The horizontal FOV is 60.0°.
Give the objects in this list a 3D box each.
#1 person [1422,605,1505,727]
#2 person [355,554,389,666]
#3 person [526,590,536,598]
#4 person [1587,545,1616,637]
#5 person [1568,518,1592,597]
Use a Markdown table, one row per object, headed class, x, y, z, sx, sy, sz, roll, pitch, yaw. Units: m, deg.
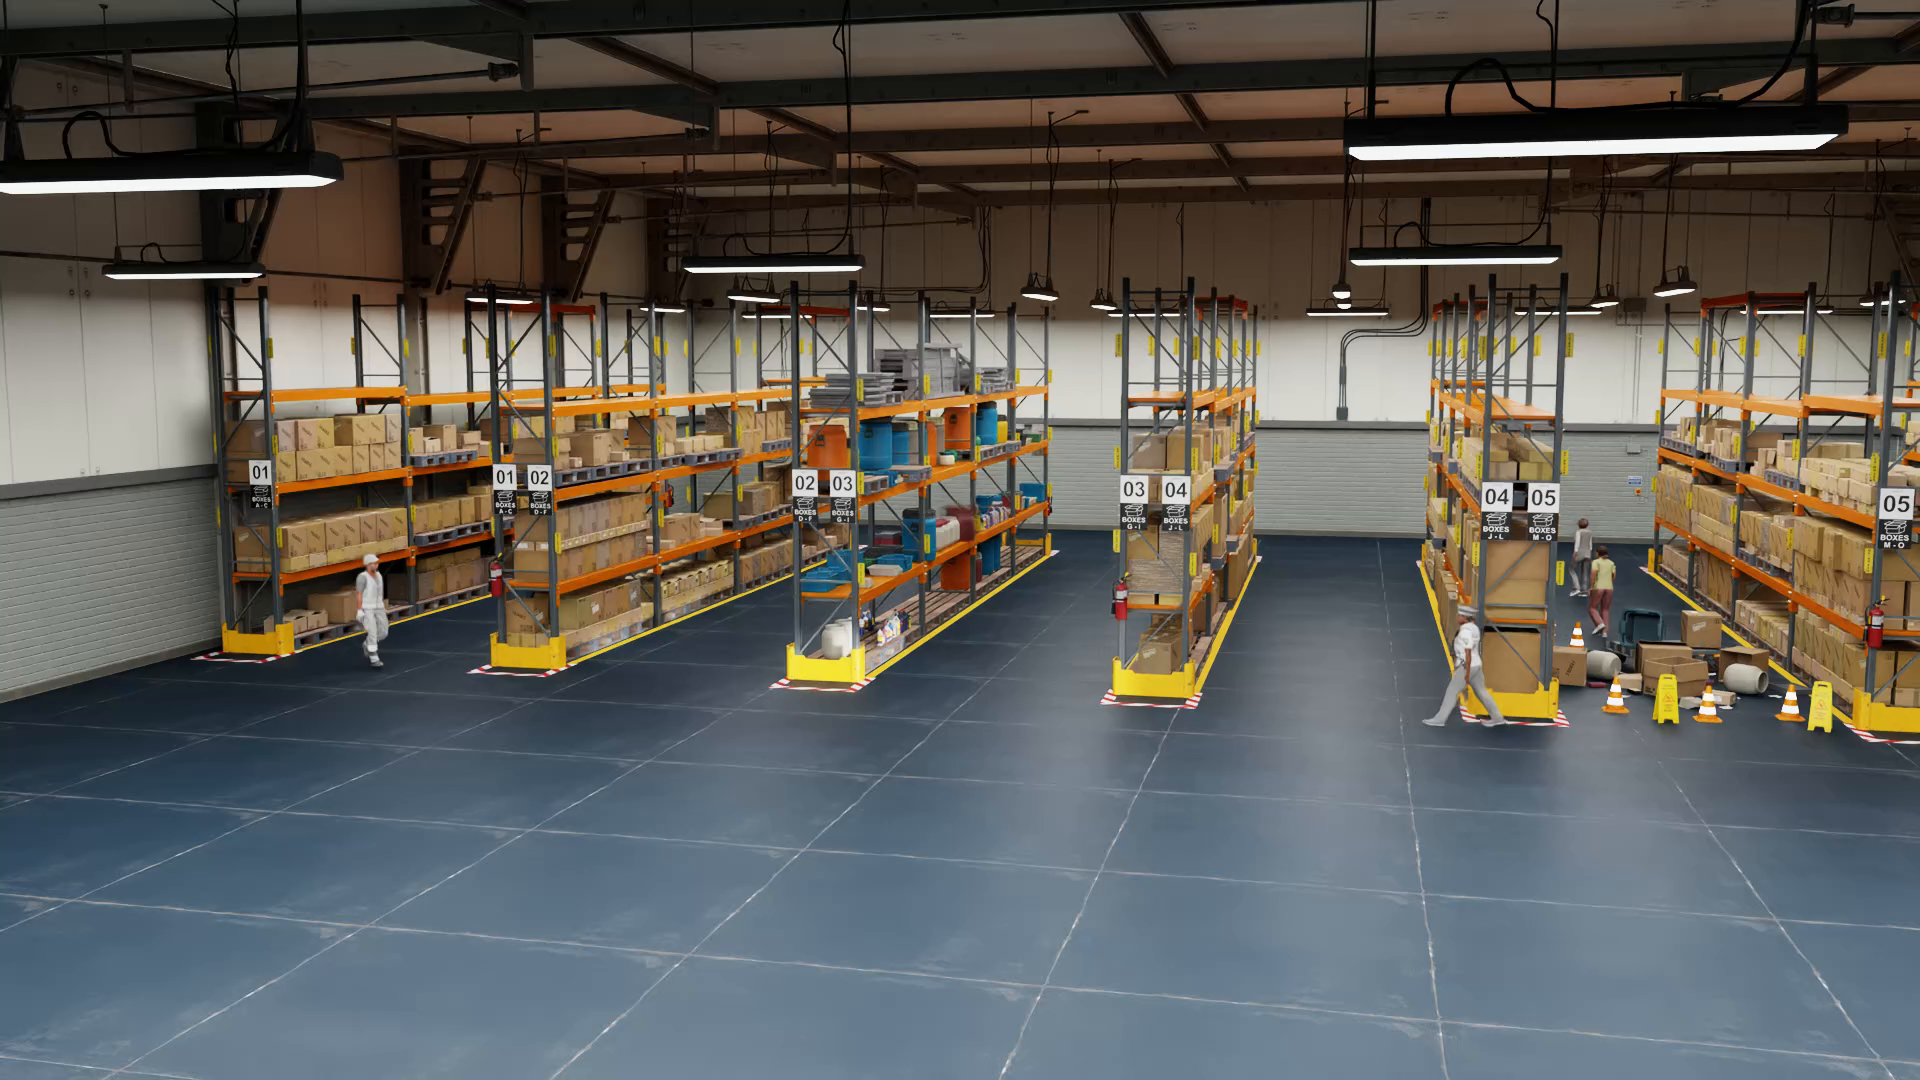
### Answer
| class | x | y | z | sx | sy | sz | roll | pitch | yaw |
| --- | --- | --- | --- | --- | --- | --- | --- | --- | --- |
| person | 6.680 | 1.666 | 21.967 | 1.020 | 1.606 | 0.471 | 3 | 7 | 25 |
| person | -9.330 | 1.099 | 26.235 | 0.680 | 1.778 | 0.531 | 5 | 8 | 36 |
| person | -7.614 | 0.805 | 29.844 | 0.433 | 1.512 | 0.967 | 0 | 7 | 1 |
| person | 11.223 | 0.898 | 29.041 | 0.508 | 1.569 | 0.704 | 0 | 7 | 4 |
| person | 12.576 | 0.358 | 33.624 | 0.446 | 1.612 | 0.372 | -2 | 7 | -18 |
